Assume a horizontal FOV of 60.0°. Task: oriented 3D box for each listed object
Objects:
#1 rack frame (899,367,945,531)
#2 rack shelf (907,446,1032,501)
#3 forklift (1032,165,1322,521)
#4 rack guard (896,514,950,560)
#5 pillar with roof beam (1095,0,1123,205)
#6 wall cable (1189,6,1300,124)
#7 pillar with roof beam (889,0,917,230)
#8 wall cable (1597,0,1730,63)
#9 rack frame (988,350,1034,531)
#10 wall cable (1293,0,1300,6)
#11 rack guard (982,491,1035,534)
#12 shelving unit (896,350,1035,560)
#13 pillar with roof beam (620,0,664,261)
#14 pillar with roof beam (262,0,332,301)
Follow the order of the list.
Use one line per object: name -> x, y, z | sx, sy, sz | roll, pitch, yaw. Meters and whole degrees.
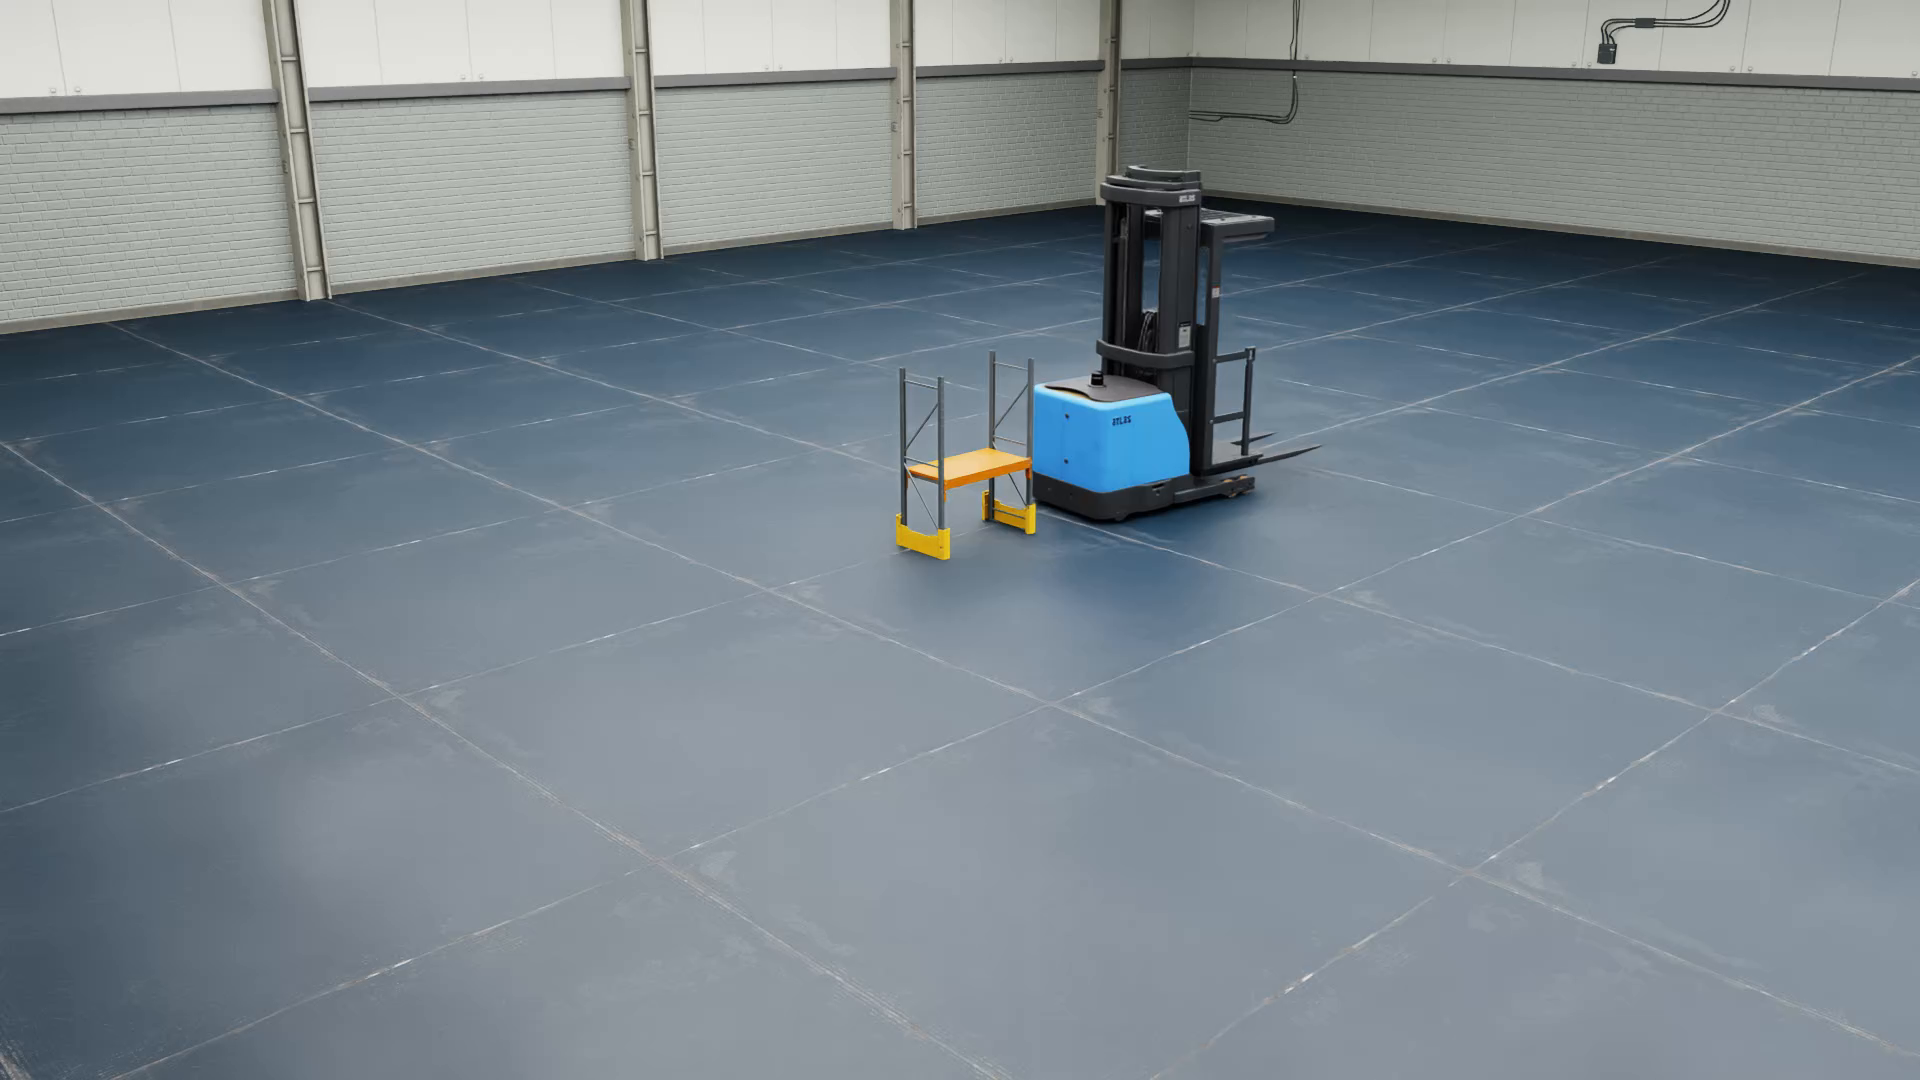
rack frame -> -0.307, -0.624, 13.477 | 0.032, 1.500, 0.500 | -16, 24, -41
rack shelf -> 0.062, -0.560, 13.865 | 1.000, 0.185, 0.538 | -16, 24, -41
forklift -> 2.093, -1.898, 15.087 | 3.031, 2.935, 1.130 | -13, 22, -35
rack guard -> -0.306, -0.030, 13.670 | 0.087, 0.250, 0.587 | -16, 24, -41
pillar with roof beam -> 6.213, -10.811, 32.737 | 0.400, 9.000, 9.100 | -16, 24, -41
wall cable -> 6.305, -10.626, 37.203 | 0.112, 2.526, 3.097 | -16, 24, -41
pillar with roof beam -> 1.853, -9.539, 28.816 | 0.400, 9.000, 9.100 | -16, 24, -41
wall cable -> 12.815, -11.590, 29.627 | 0.169, 6.003, 2.305 | -16, 24, -41
rack frame -> 0.431, -0.839, 14.141 | 0.032, 1.500, 0.500 | -16, 24, -41
wall cable -> 8.163, -12.422, 34.554 | 0.112, 2.526, 3.097 | -16, 24, -41
rack guard -> 0.417, -0.241, 14.321 | 0.087, 0.250, 0.587 | -16, 24, -41
shelving unit -> 0.055, -0.730, 13.803 | 1.083, 1.500, 0.587 | -16, 24, -41
pillar with roof beam -> -2.506, -8.268, 24.894 | 0.400, 9.000, 9.100 | -16, 24, -41
pillar with roof beam -> -6.866, -6.996, 20.973 | 0.400, 9.000, 9.100 | -16, 24, -41
